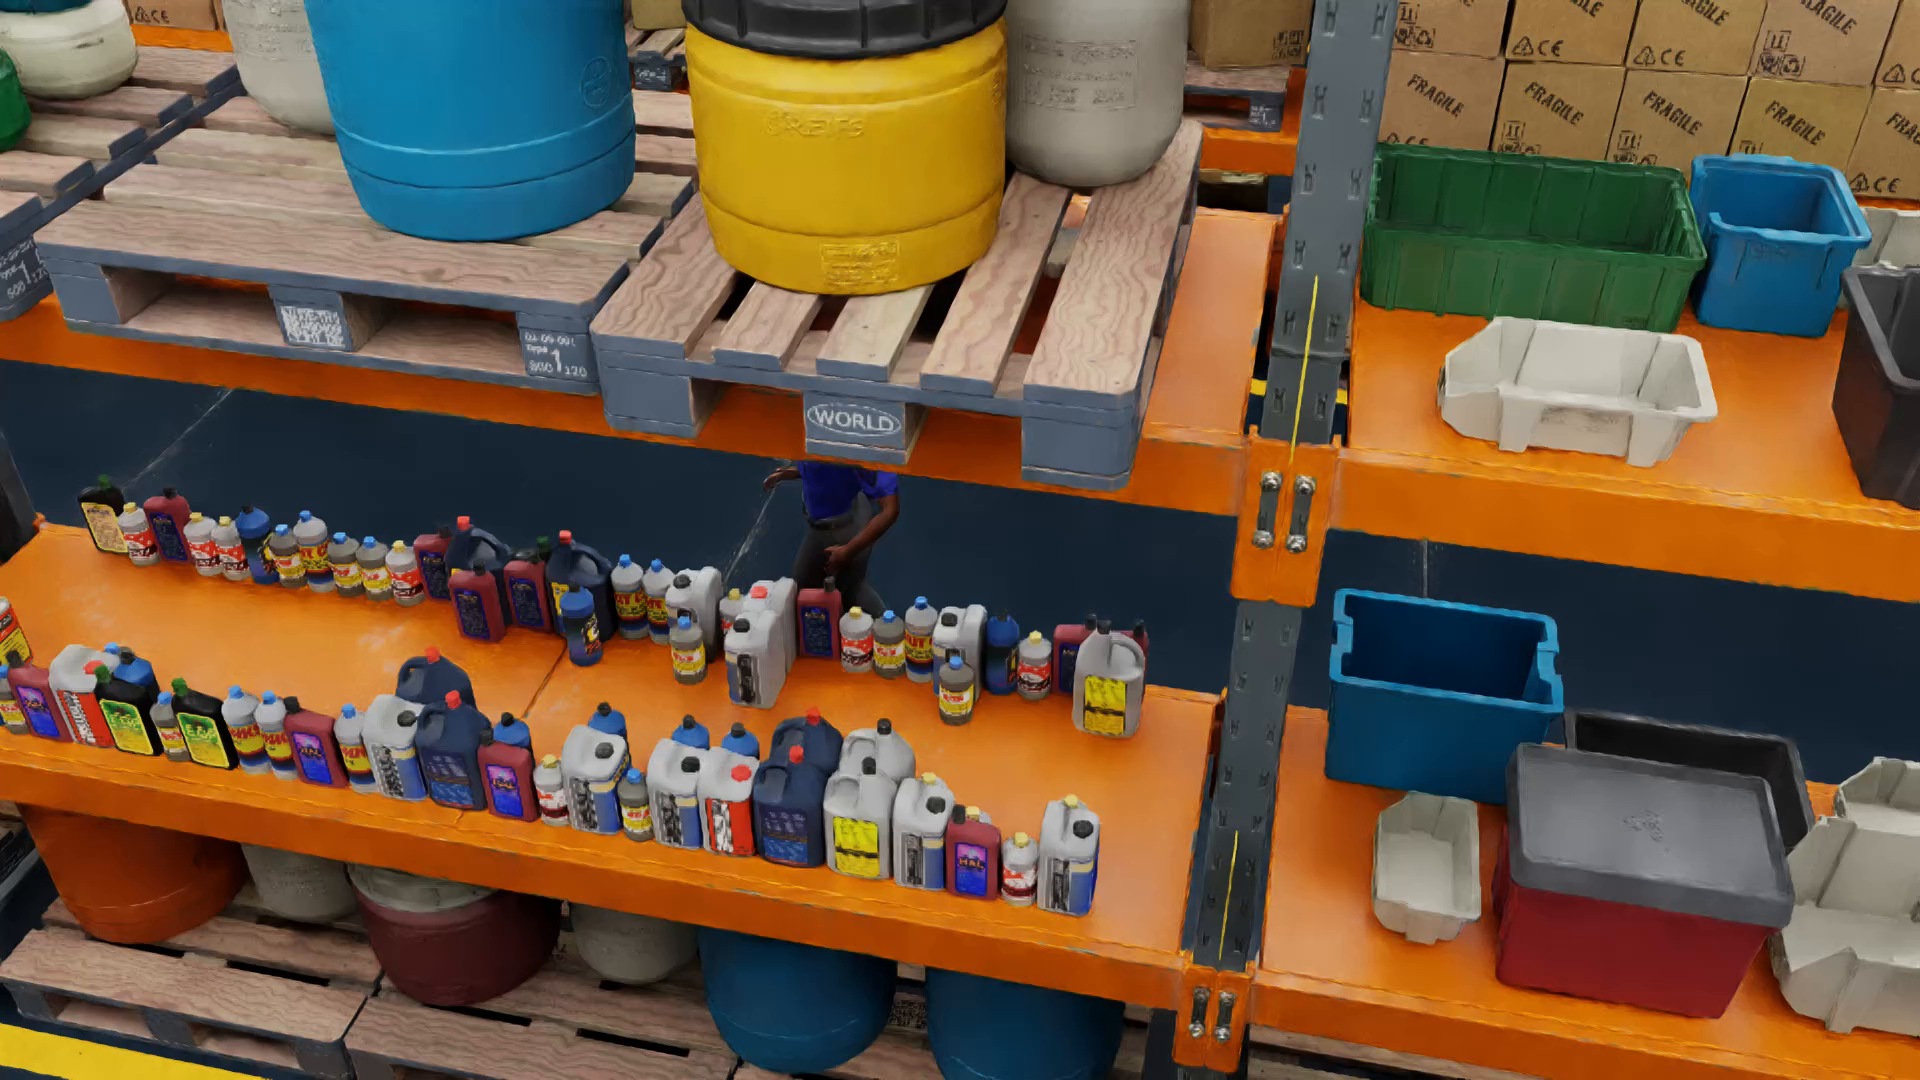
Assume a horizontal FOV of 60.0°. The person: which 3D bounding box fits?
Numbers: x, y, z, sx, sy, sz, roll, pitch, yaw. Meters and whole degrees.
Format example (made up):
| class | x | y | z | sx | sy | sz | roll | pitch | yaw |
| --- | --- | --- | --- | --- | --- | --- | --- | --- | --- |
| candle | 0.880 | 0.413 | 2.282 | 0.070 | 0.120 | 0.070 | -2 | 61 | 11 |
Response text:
| class | x | y | z | sx | sy | sz | roll | pitch | yaw |
| --- | --- | --- | --- | --- | --- | --- | --- | --- | --- |
| person | -0.546 | -0.018 | 6.169 | 0.718 | 1.650 | 0.624 | -3 | 37 | -5 |
